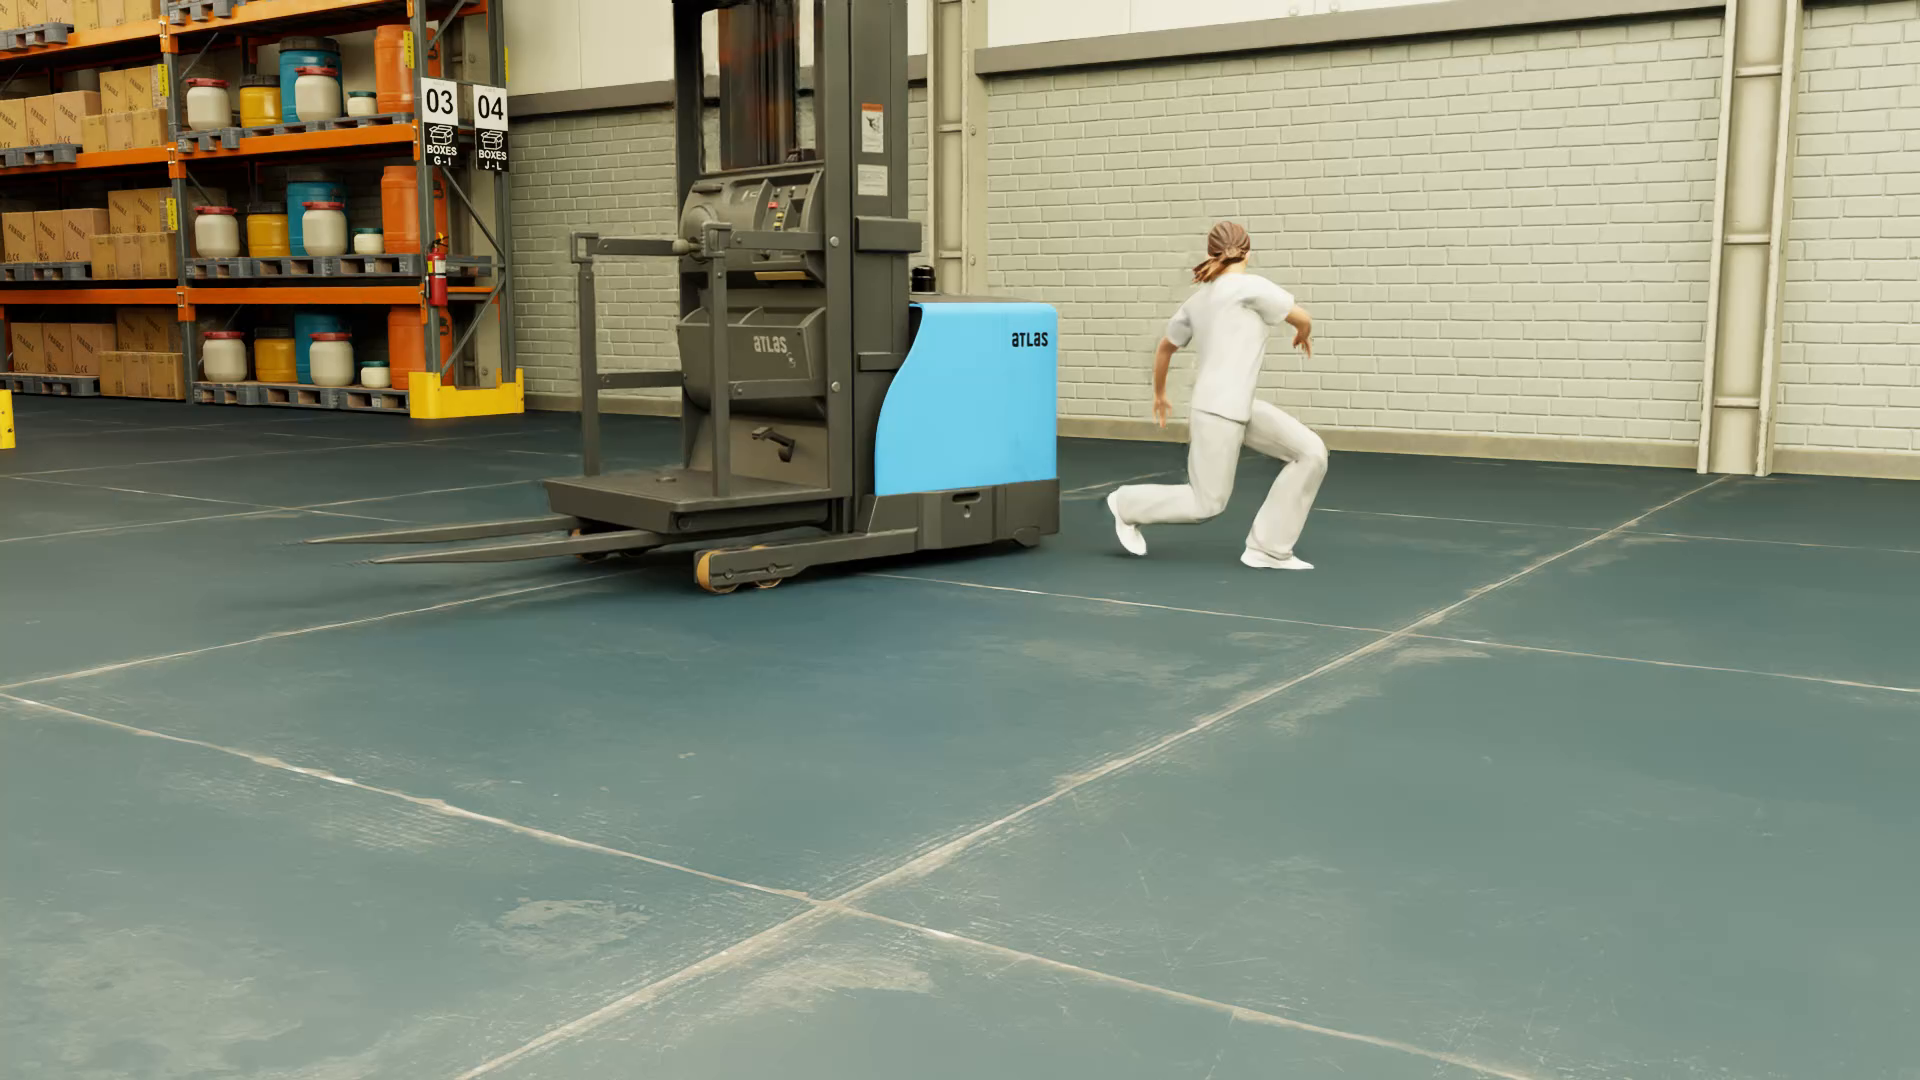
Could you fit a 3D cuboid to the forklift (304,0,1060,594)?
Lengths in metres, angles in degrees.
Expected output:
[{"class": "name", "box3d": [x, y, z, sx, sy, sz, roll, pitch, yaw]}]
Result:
[{"class": "forklift", "box3d": [-1.007, -1.332, 6.559, 3.031, 2.935, 1.130, -7, 11, -40]}]

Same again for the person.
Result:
[{"class": "person", "box3d": [1.067, -0.590, 6.900, 0.919, 1.446, 0.608, 2, 8, 14]}]
